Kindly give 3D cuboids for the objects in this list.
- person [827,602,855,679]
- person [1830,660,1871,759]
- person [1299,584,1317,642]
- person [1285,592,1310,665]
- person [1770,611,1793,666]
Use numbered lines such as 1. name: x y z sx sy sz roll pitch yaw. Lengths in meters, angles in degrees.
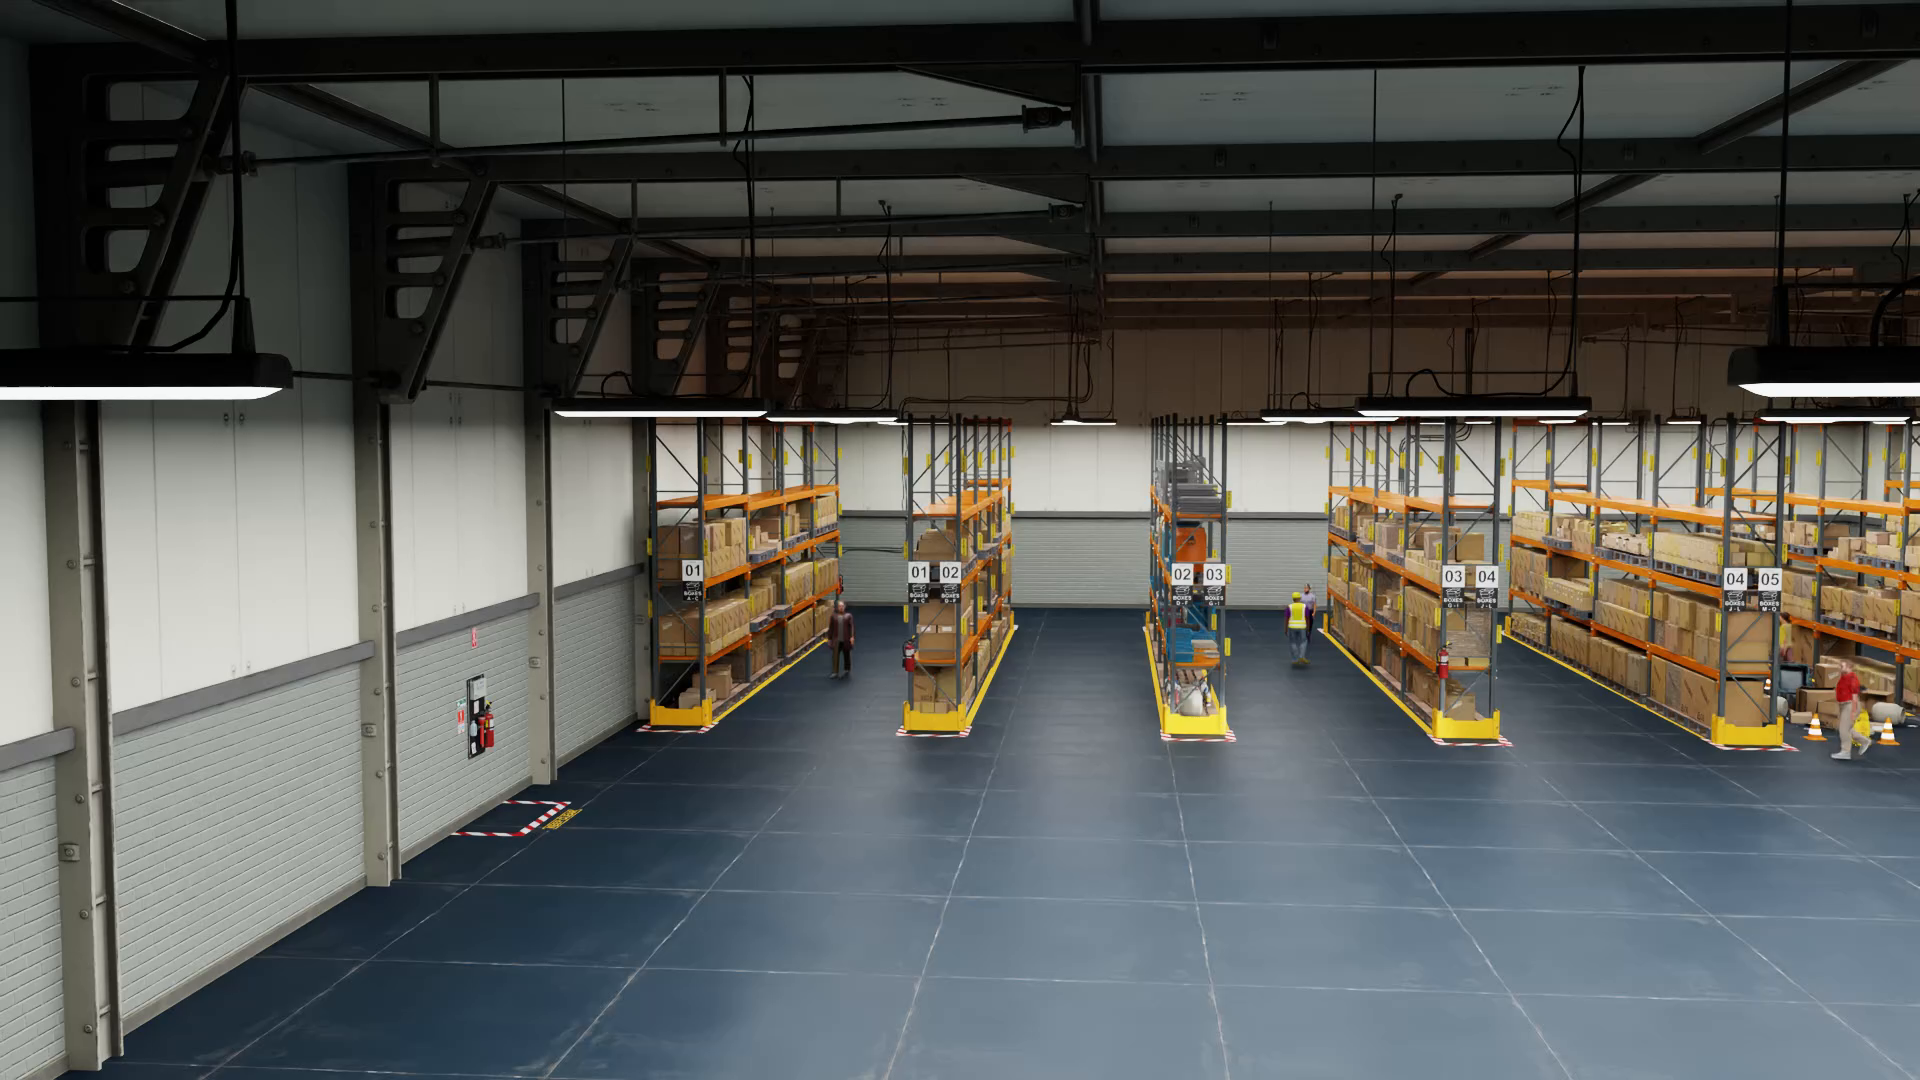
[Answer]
1. person: -2.726 2.277 38.057 0.694 1.707 1.129 1 4 8
2. person: 15.425 2.919 28.735 0.704 1.701 0.550 1 4 11
3. person: 9.164 1.963 43.844 0.467 1.568 1.030 0 4 6
4. person: 8.163 2.142 40.250 0.597 1.764 0.530 0 4 7
5. person: 18.276 2.424 36.784 0.446 1.676 0.591 -1 4 -12
